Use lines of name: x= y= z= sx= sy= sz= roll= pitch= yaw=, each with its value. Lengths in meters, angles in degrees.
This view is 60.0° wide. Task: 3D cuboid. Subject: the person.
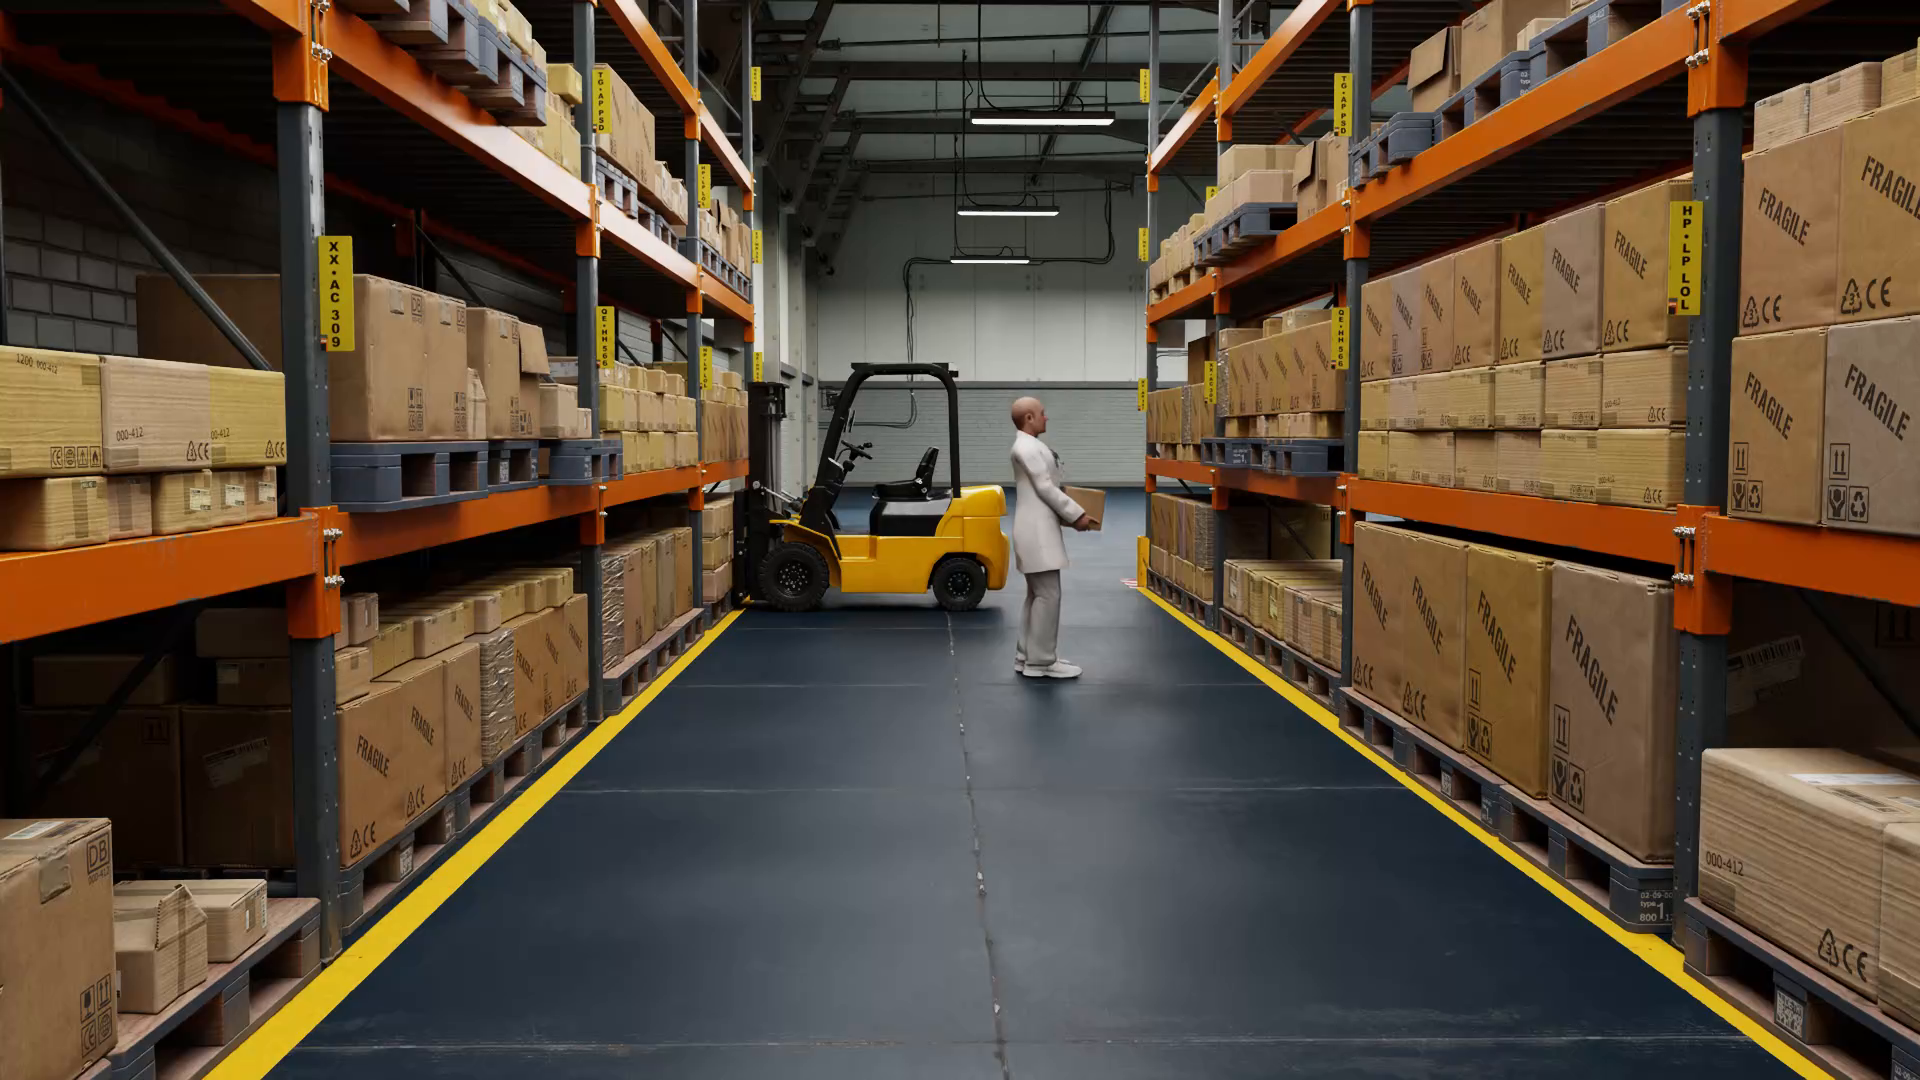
person: x=0.598 y=-0.023 z=10.599 sx=0.561 sy=1.772 sz=0.529 roll=0 pitch=4 yaw=0
